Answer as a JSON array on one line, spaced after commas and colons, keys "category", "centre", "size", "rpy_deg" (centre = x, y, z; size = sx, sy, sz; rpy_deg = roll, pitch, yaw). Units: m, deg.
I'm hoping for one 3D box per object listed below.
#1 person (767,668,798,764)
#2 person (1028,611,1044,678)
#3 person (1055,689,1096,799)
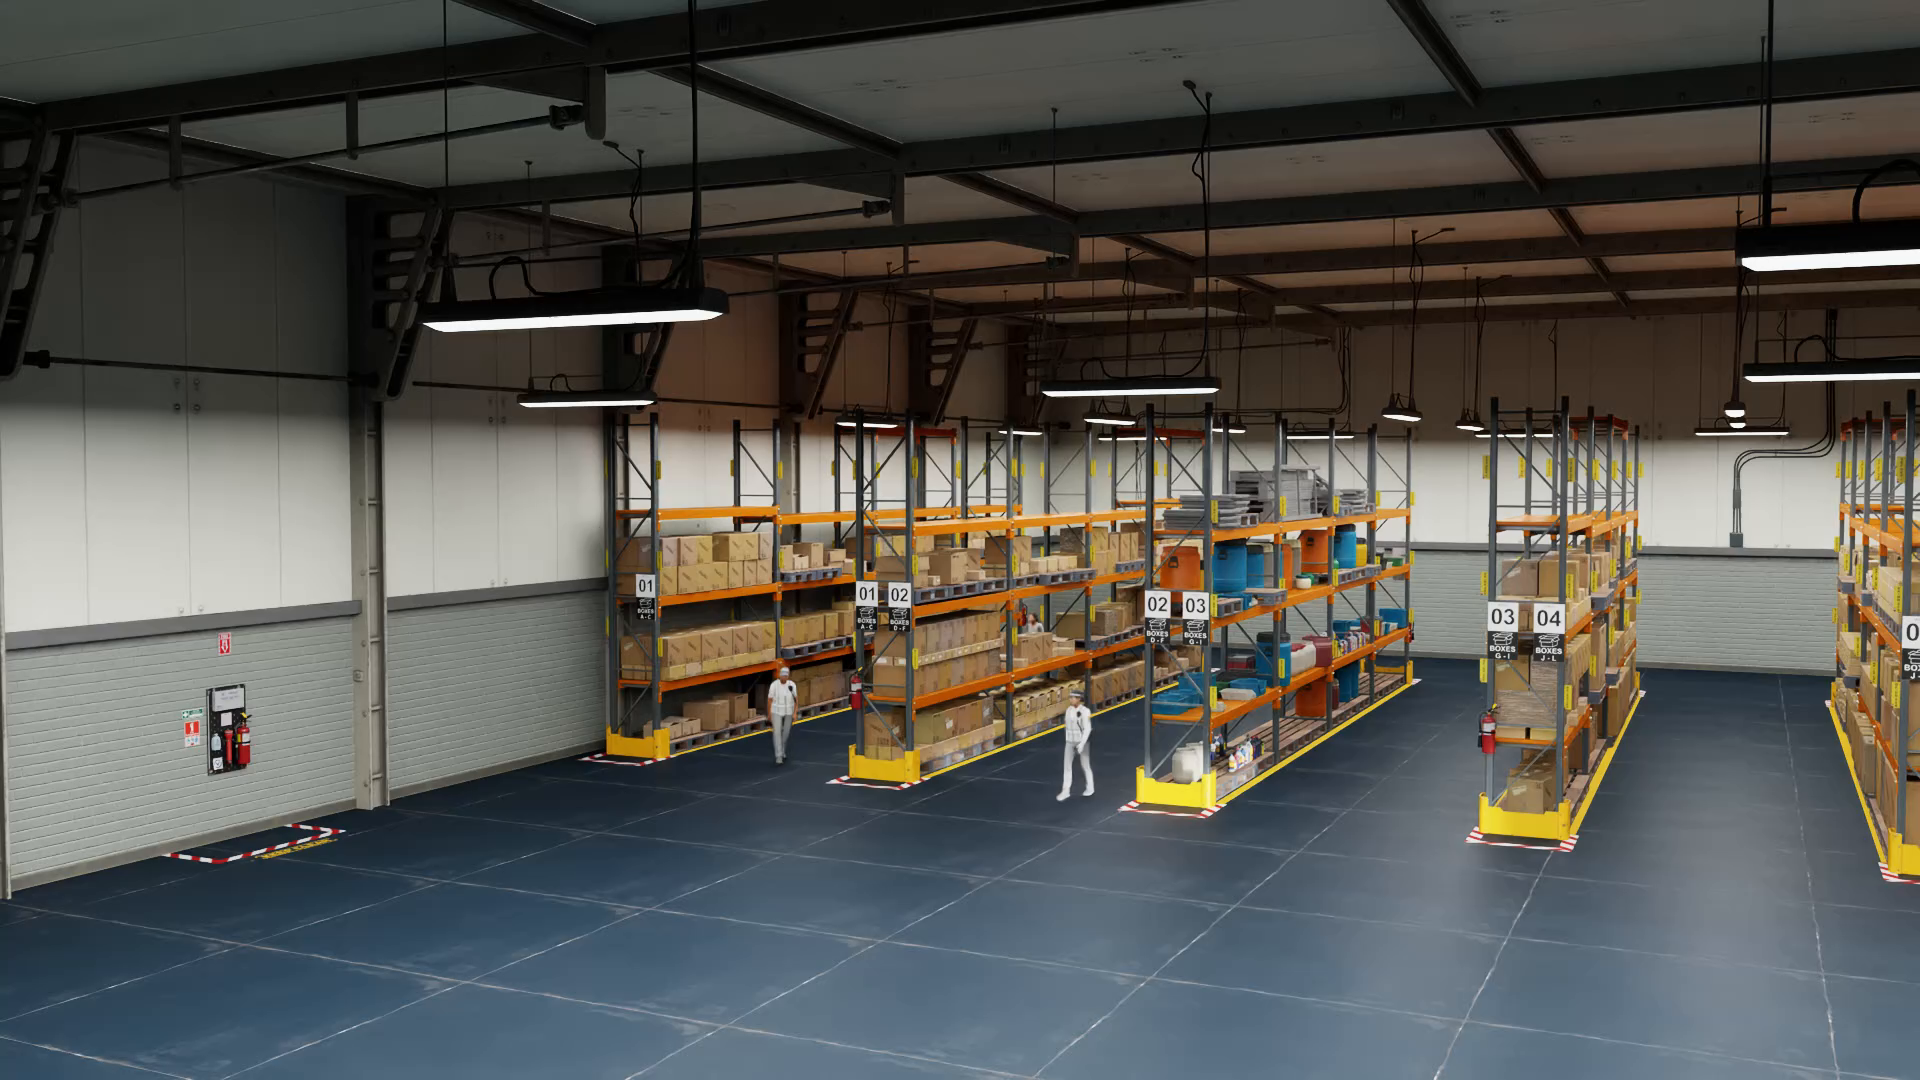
[{"category": "person", "centre": [-3.048, 2.982, 28.455], "size": [0.563, 1.599, 1.000], "rpy_deg": [-2, 3, -33]}, {"category": "person", "centre": [1.820, 2.535, 39.326], "size": [0.523, 1.698, 0.428], "rpy_deg": [2, 3, 42]}, {"category": "person", "centre": [1.735, 3.099, 25.286], "size": [0.515, 1.647, 0.873], "rpy_deg": [2, 3, 43]}]
